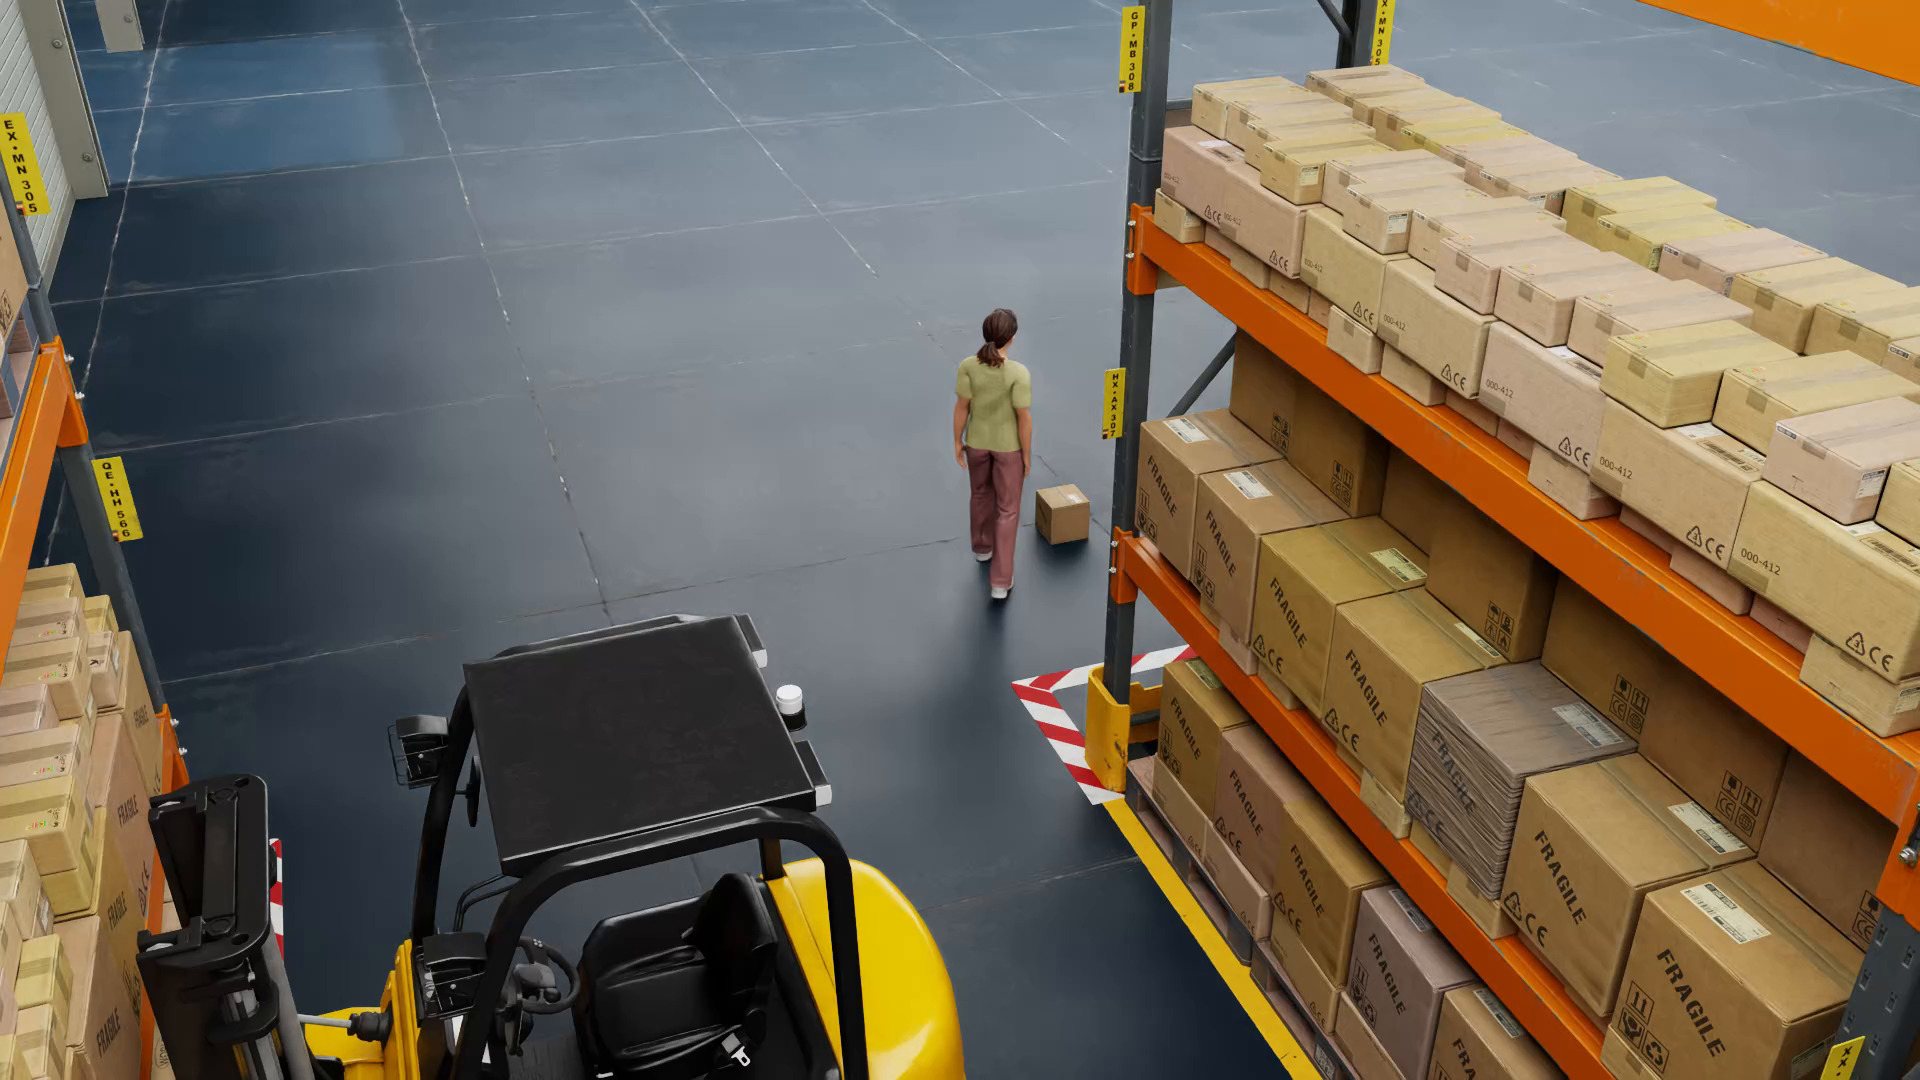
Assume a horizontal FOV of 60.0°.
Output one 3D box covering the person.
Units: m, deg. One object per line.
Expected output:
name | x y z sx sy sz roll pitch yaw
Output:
person | 0.222 -0.543 9.276 0.447 1.659 0.716 10 32 17
